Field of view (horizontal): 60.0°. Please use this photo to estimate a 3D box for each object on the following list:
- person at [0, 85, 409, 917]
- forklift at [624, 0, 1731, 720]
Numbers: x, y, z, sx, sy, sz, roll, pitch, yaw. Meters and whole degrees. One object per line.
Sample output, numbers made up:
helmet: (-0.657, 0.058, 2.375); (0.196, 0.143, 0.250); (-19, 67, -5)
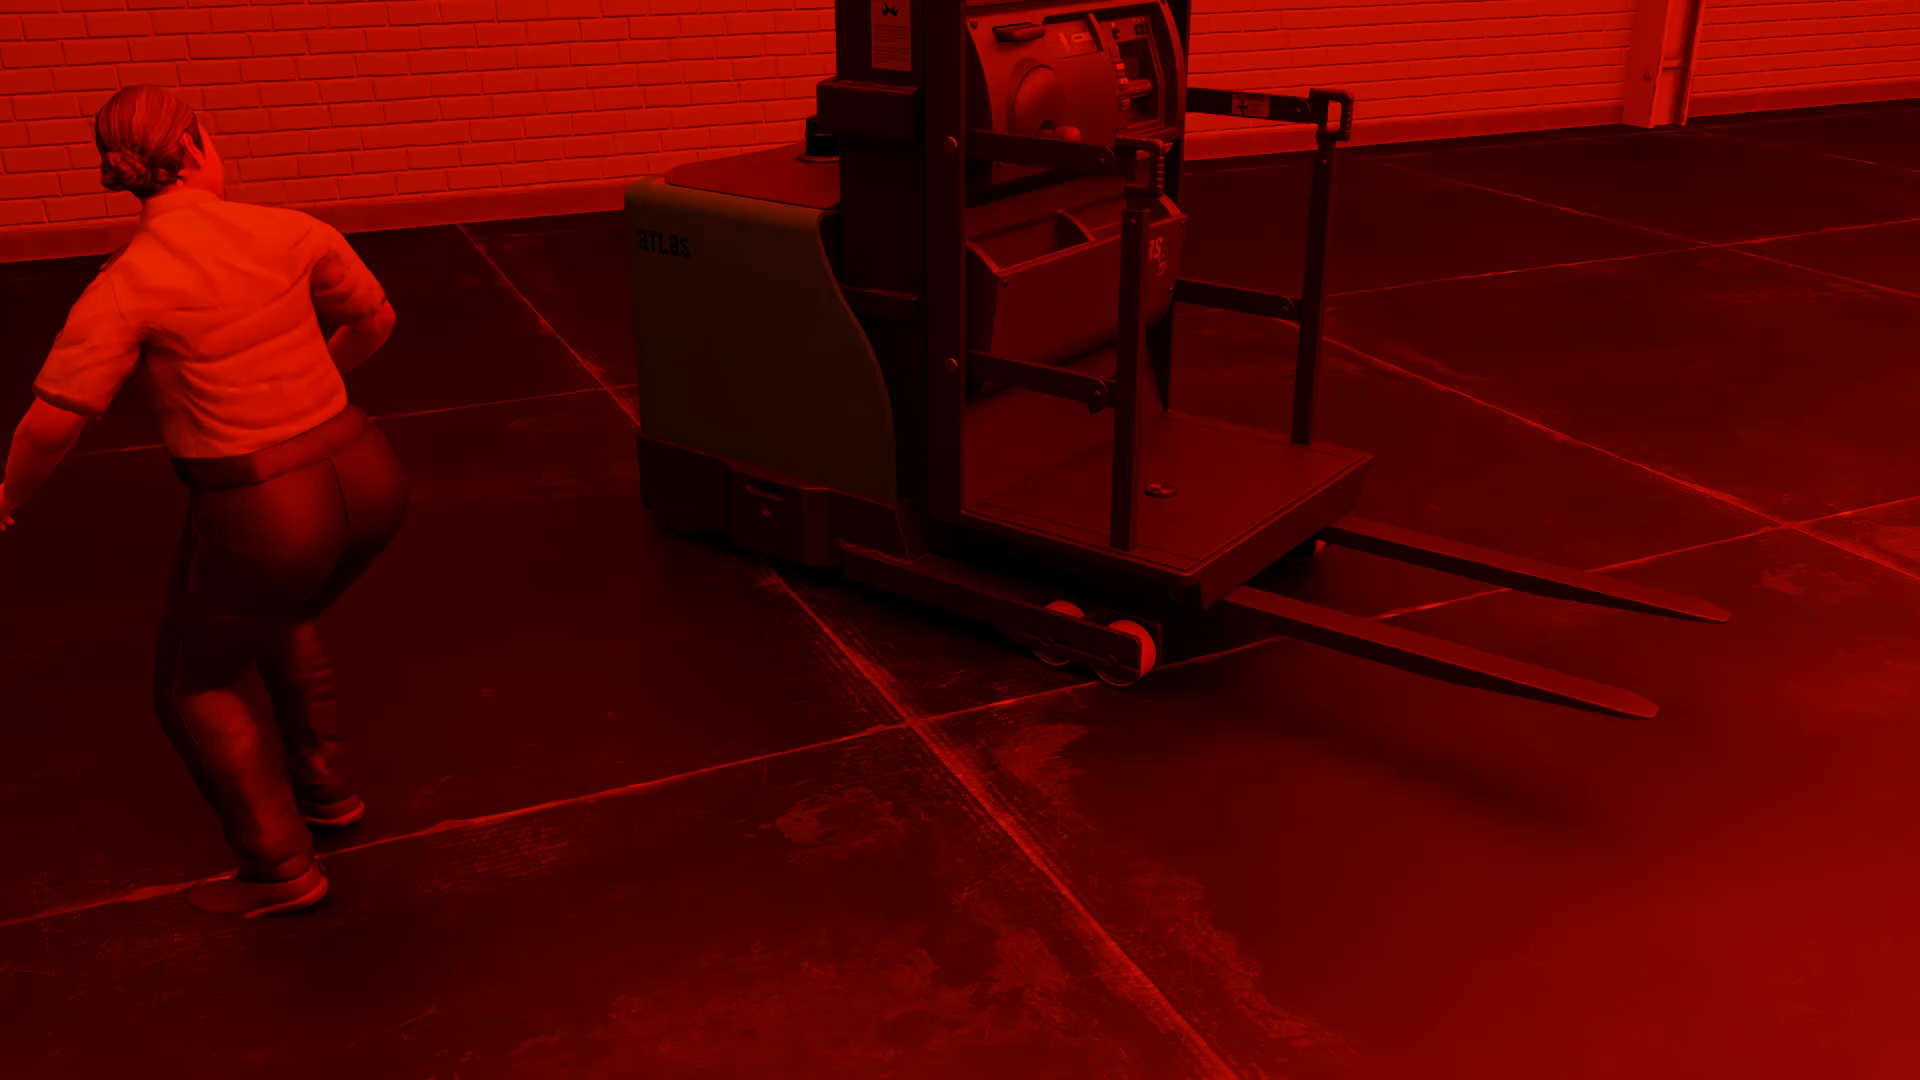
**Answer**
person: (-1.435, -0.057, 3.236); (0.603, 1.609, 0.719); (11, 25, 26)
forklift: (0.488, -1.213, 4.206); (3.031, 2.935, 1.130); (16, 27, 34)
